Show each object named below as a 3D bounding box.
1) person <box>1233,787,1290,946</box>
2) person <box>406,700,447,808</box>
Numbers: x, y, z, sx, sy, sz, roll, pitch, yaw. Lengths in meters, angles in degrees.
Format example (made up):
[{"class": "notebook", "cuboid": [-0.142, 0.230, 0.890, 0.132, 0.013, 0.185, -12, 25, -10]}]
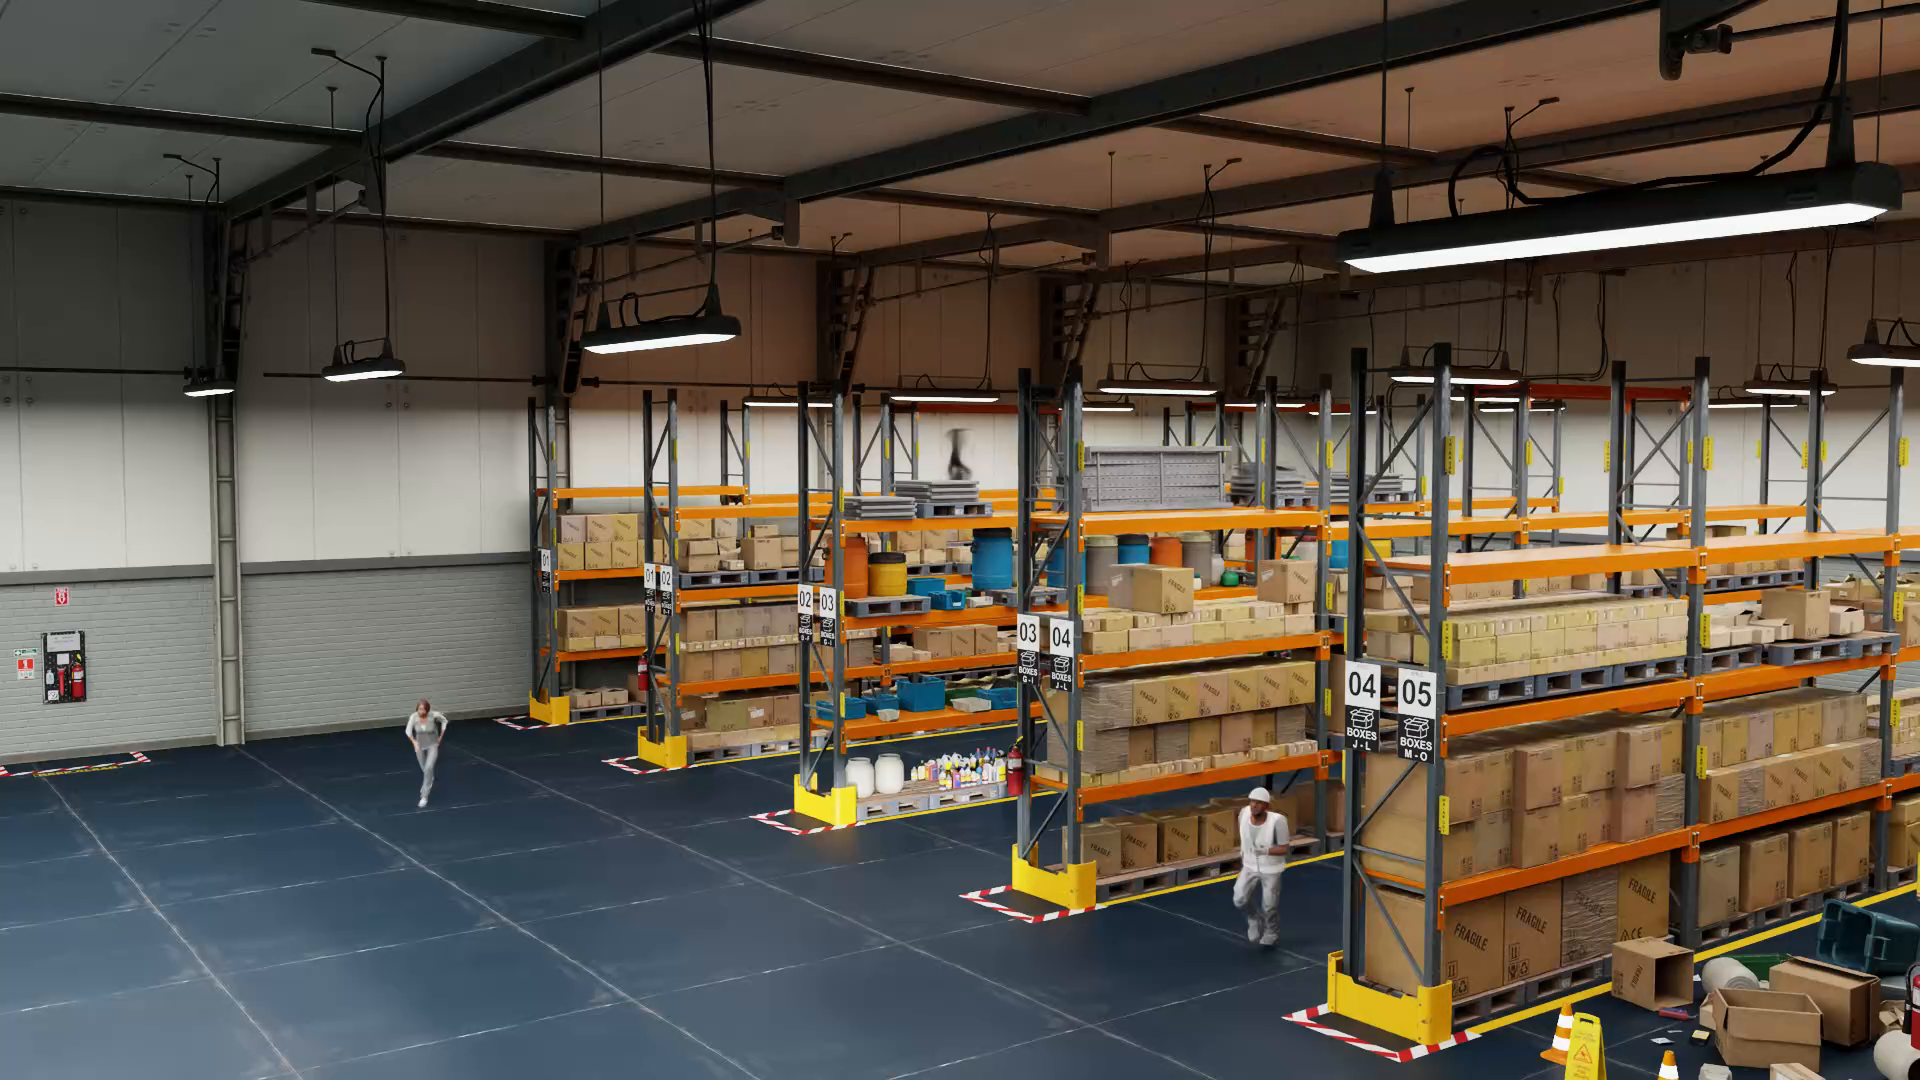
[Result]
[{"class": "person", "cuboid": [3.014, 3.290, 16.678, 0.632, 1.674, 0.818, 2, 4, 30]}, {"class": "person", "cuboid": [-7.653, 3.009, 23.897, 0.570, 1.547, 0.913, -1, 3, -14]}]
